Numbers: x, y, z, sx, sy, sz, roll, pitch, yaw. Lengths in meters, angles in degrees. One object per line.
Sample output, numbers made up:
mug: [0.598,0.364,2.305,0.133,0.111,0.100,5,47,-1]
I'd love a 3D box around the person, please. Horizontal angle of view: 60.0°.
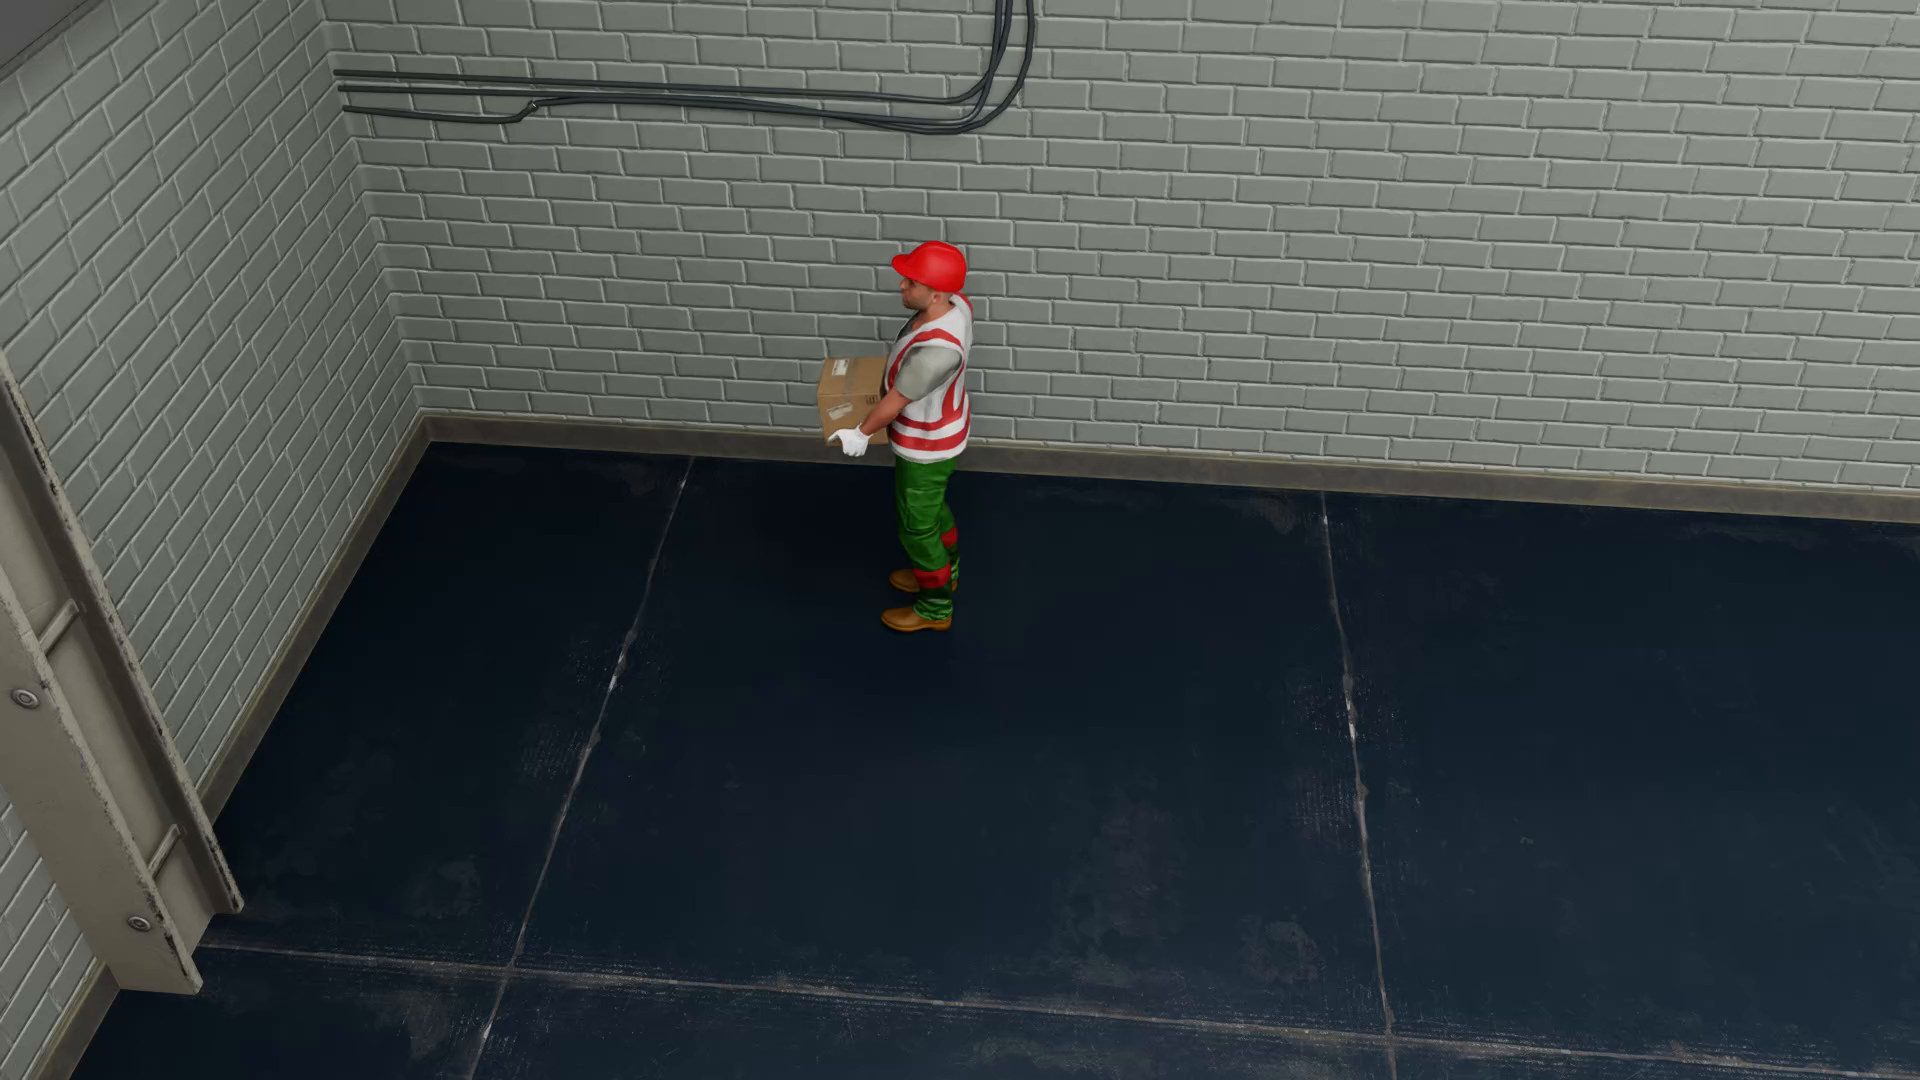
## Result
person: [-0.234,-0.404,6.625,0.551,1.785,0.495,4,40,4]
